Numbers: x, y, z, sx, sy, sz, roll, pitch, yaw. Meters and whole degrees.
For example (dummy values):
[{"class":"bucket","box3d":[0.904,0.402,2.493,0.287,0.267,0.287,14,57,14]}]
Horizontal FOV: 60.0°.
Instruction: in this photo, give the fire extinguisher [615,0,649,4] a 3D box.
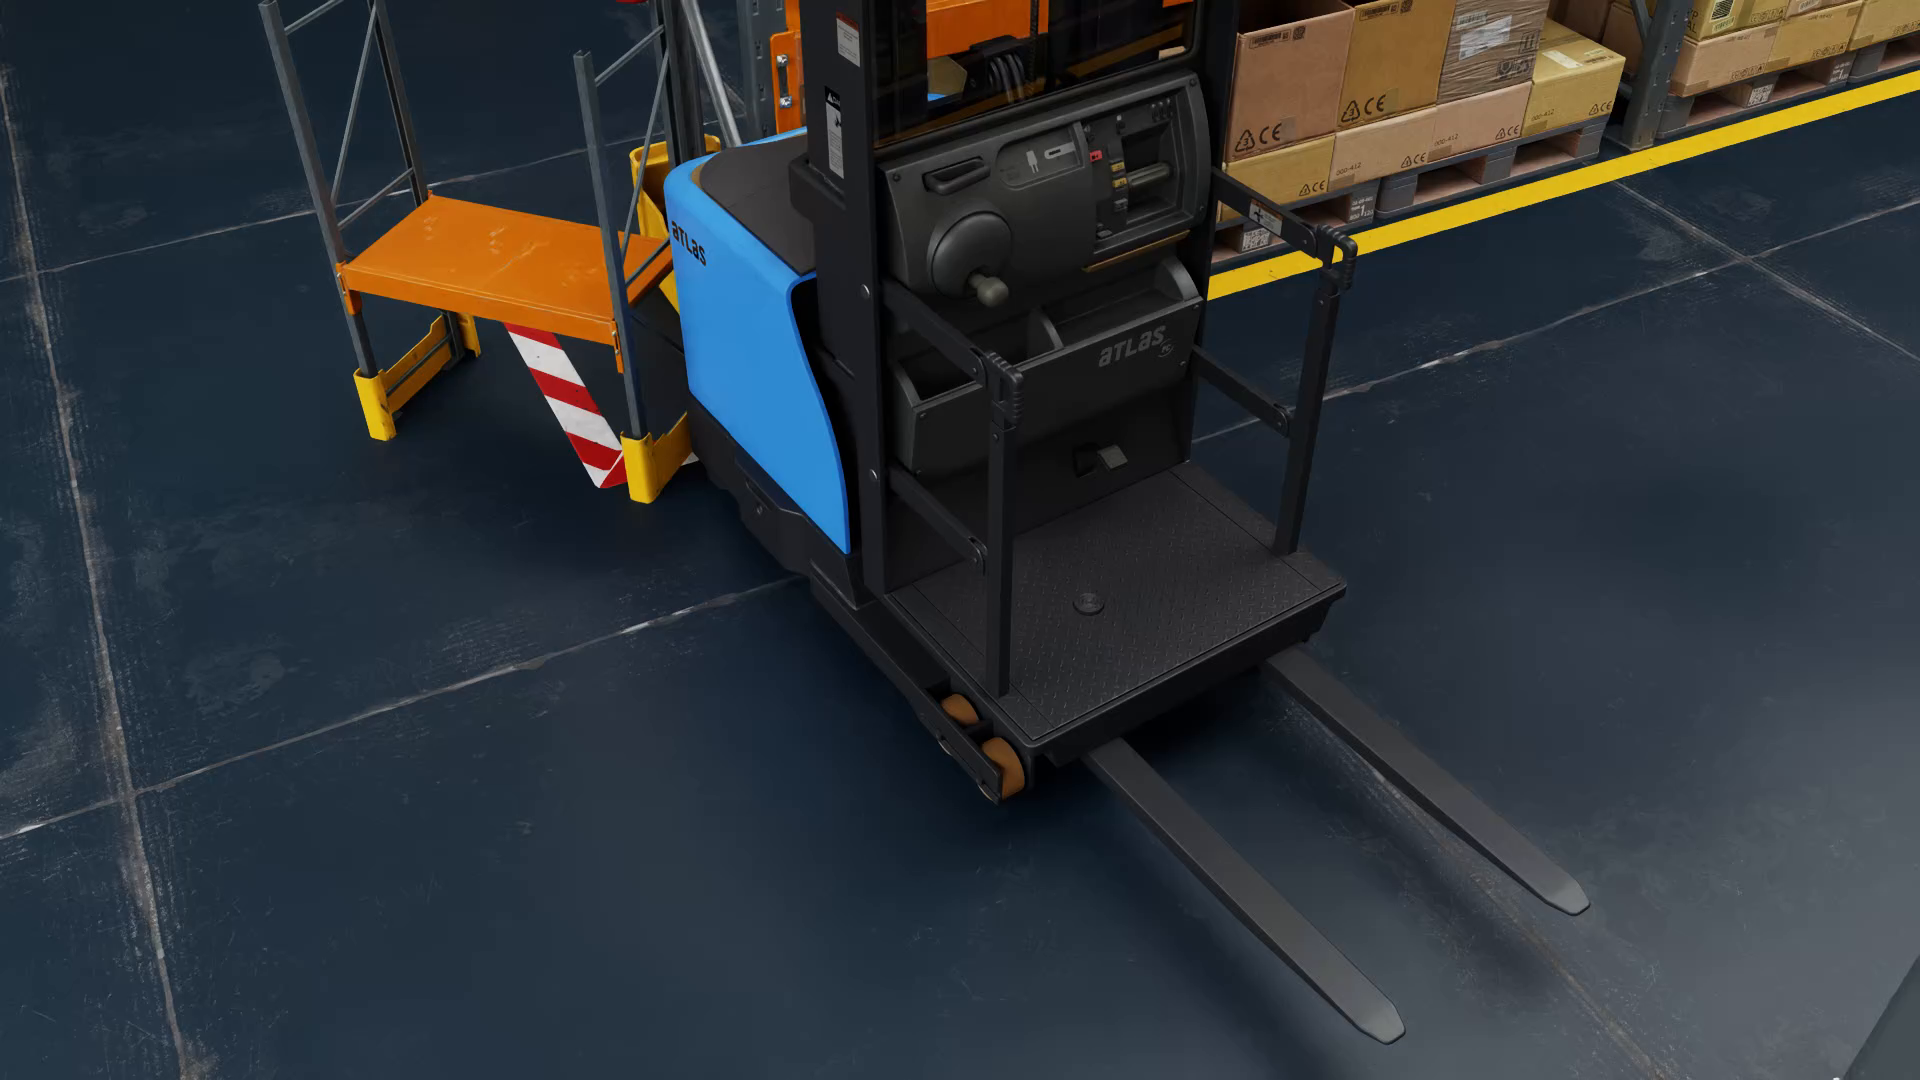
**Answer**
[{"class":"fire extinguisher","box3d":[-1.123,-2.137,5.512,0.183,0.674,0.296,-19,44,-21]}]

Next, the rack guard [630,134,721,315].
[{"class":"rack guard","box3d":[-0.825,-0.974,6.014,0.348,0.500,1.175,-19,44,-21]}]

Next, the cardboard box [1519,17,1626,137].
[{"class":"cardboard box","box3d":[2.434,-1.976,7.066,0.500,0.250,0.500,-19,44,-21]}]

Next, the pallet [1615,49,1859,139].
[{"class":"pallet","box3d":[3.379,-2.307,7.812,1.213,0.211,1.003,-19,44,-21]}]

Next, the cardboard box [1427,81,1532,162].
[{"class":"cardboard box","box3d":[1.986,-1.833,6.896,0.500,0.250,0.500,-19,44,-21]}]

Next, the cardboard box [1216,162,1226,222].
[{"class":"cardboard box","box3d":[0.660,-1.379,6.360,0.500,0.250,0.500,-19,44,-21]}]

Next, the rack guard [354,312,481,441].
[{"class":"rack guard","box3d":[-1.878,-0.616,5.785,0.087,0.250,0.587,13,42,15]}]

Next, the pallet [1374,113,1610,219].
[{"class":"pallet","box3d":[2.019,-1.851,7.274,1.213,0.211,1.003,-19,44,-21]}]

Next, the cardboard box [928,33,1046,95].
[{"class":"cardboard box","box3d":[0.217,-1.515,5.941,0.500,0.500,0.500,-19,44,-21]}]

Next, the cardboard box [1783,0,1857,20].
[{"class":"cardboard box","box3d":[3.672,-2.581,7.346,0.500,0.311,0.500,-19,44,-21]}]

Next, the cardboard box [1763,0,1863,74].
[{"class":"cardboard box","box3d":[3.670,-2.370,7.531,0.500,0.250,0.500,-18,43,-20]}]

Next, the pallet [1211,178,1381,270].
[{"class":"pallet","box3d":[0.936,-1.485,6.840,1.213,0.211,1.003,-19,44,-21]}]

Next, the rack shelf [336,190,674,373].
[{"class":"rack shelf","box3d":[-1.418,-0.849,5.370,1.000,0.185,0.538,13,42,15]}]

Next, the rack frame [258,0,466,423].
[{"class":"rack frame","box3d":[-1.896,-1.098,5.386,0.032,1.500,0.500,13,42,15]}]

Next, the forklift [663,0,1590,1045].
[{"class":"forklift","box3d":[0.354,-0.782,3.905,1.130,2.935,3.031,-24,46,-25]}]

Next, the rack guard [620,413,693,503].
[{"class":"rack guard","box3d":[-0.941,-0.398,5.526,0.087,0.250,0.587,13,42,15]}]

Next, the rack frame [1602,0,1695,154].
[{"class":"rack frame","box3d":[2.744,-3.129,6.625,0.127,3.000,1.000,-19,44,-21]}]

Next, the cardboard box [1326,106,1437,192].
[{"class":"cardboard box","box3d":[1.549,-1.675,6.710,0.500,0.250,0.500,-19,44,-21]}]

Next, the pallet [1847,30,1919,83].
[{"class":"pallet","box3d":[4.463,-2.674,8.245,1.213,0.211,1.003,-19,44,-21]}]

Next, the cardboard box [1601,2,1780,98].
[{"class":"cardboard box","box3d":[3.216,-2.218,7.352,0.500,0.250,0.500,-20,44,-22]}]

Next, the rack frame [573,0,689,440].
[{"class":"rack frame","box3d":[-0.940,-0.874,5.122,0.032,1.500,0.500,13,42,15]}]

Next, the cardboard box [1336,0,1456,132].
[{"class":"cardboard box","box3d":[1.543,-1.968,6.476,0.500,0.500,0.500,-19,44,-21]}]

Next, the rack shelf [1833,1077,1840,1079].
[{"class":"rack shelf","box3d":[3.255,0.582,2.798,4.000,0.370,1.077,-19,44,-21]}]

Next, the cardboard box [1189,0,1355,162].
[{"class":"cardboard box","box3d":[1.106,-1.811,6.290,0.500,0.500,0.500,-19,44,-21]}]

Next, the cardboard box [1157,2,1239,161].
[{"class":"cardboard box","box3d":[0.655,-1.672,6.126,0.500,0.500,0.500,-19,44,-21]}]

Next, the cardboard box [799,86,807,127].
[{"class":"cardboard box","box3d":[-0.465,-1.663,6.115,0.500,0.500,0.500,-19,44,-21]}]

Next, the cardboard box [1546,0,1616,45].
[{"class":"cardboard box","box3d":[2.978,-2.530,7.720,0.500,0.250,0.500,-19,44,-21]}]

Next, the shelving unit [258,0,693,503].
[{"class":"shelving unit","box3d":[-1.410,-0.984,5.252,1.083,1.500,0.587,13,42,15]}]

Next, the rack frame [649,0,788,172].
[{"class":"rack frame","box3d":[-0.804,-1.935,5.214,0.127,3.000,1.000,-19,44,-21]}]

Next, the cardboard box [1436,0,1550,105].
[{"class":"cardboard box","box3d":[1.985,-2.120,6.655,0.500,0.500,0.500,-19,44,-21]}]

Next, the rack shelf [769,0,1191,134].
[{"class":"rack shelf","box3d":[0.970,-2.257,6.152,4.000,0.370,1.077,-19,44,-21]}]

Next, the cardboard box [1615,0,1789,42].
[{"class":"cardboard box","box3d":[3.226,-2.434,7.173,0.500,0.311,0.500,-18,44,-20]}]

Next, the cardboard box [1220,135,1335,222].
[{"class":"cardboard box","box3d":[1.106,-1.525,6.533,0.500,0.250,0.500,-19,44,-21]}]

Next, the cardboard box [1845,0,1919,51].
[{"class":"cardboard box","box3d":[4.128,-2.526,7.716,0.500,0.250,0.500,-20,44,-22]}]
